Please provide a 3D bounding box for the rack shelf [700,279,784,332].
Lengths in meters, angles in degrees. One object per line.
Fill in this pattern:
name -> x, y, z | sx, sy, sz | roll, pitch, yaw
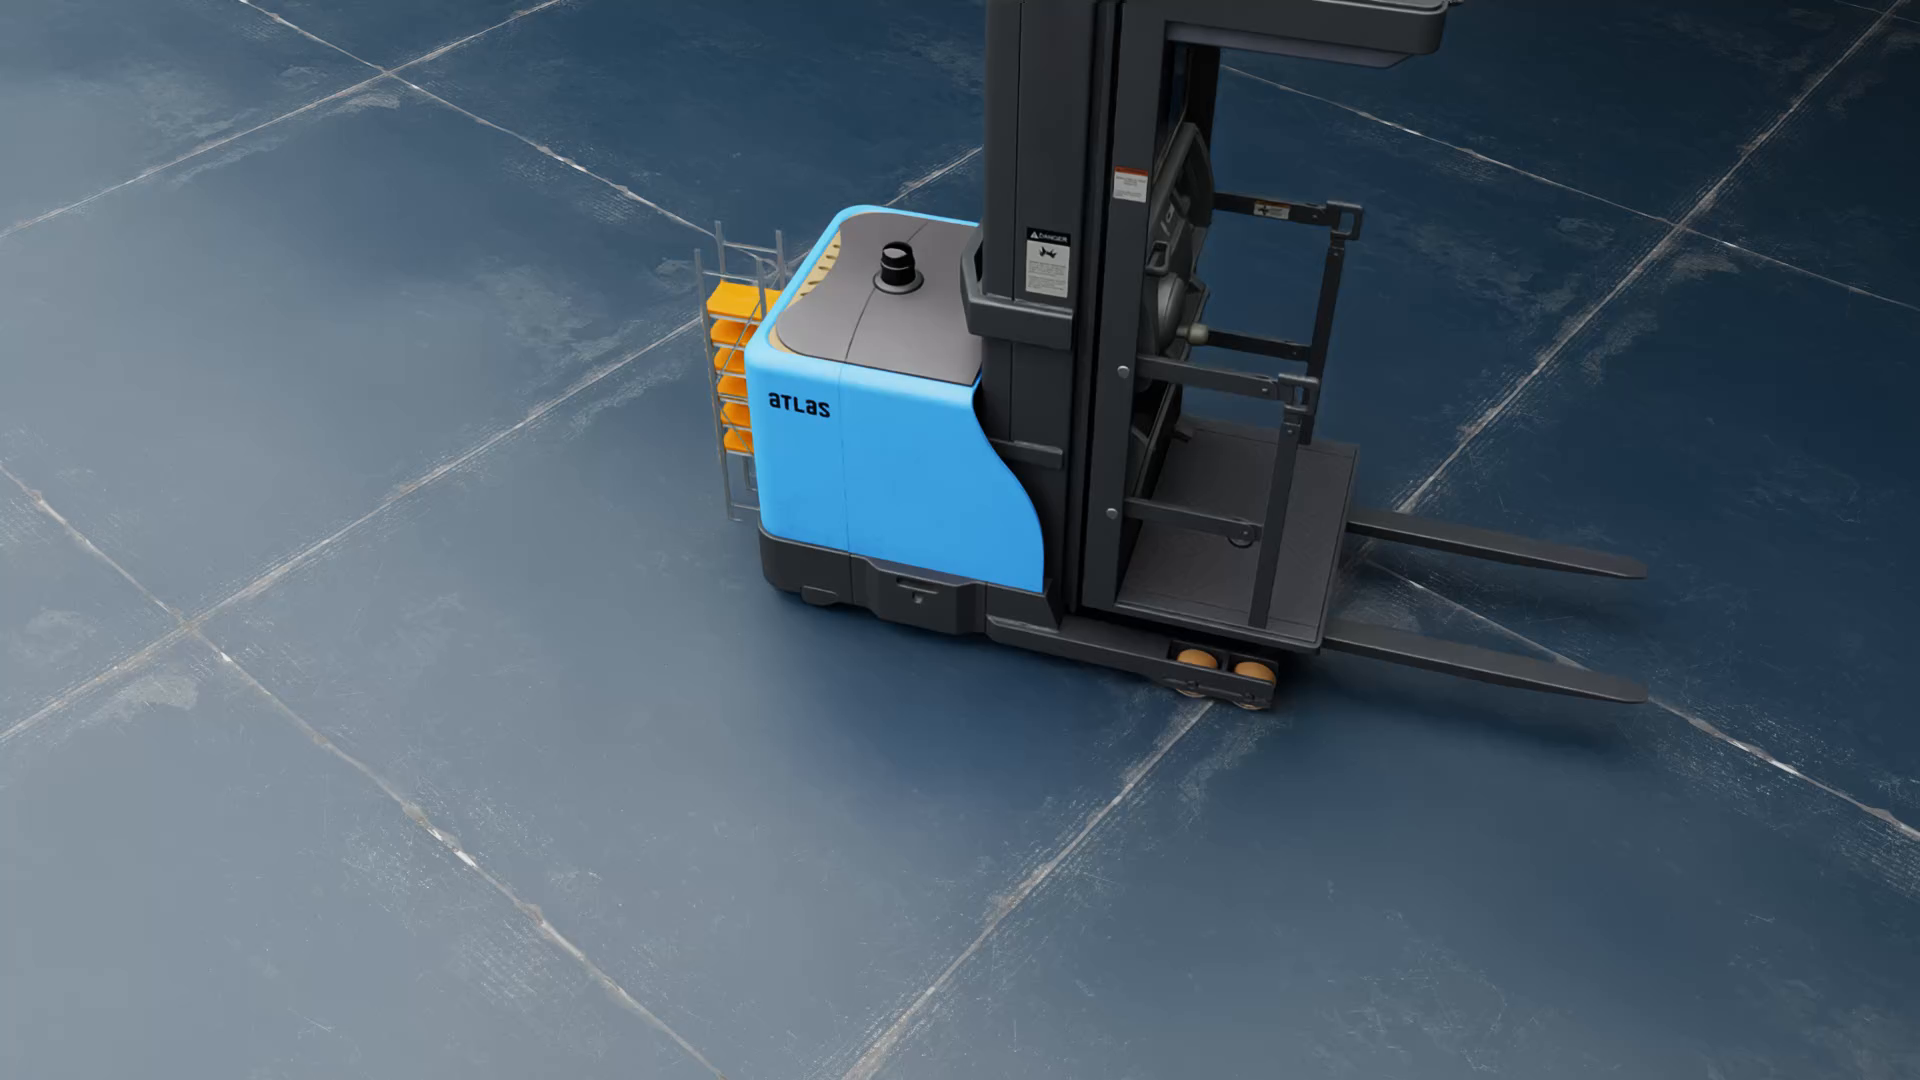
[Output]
rack shelf -> -0.744, -0.794, 5.763 | 0.258, 0.103, 0.180 | 11, 43, 12

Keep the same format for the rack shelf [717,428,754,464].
rack shelf -> -0.744, -0.350, 6.166 | 0.258, 0.103, 0.180 | 11, 43, 12

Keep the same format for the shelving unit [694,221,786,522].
shelving unit -> -0.744, -0.561, 5.975 | 0.258, 1.200, 0.189 | 11, 43, 12

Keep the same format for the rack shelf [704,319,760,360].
rack shelf -> -0.744, -0.706, 5.843 | 0.258, 0.103, 0.180 | 11, 43, 12

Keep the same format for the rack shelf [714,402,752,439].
rack shelf -> -0.744, -0.439, 6.086 | 0.258, 0.103, 0.180 | 11, 43, 12

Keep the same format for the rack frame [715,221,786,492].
rack frame -> -0.719, -0.620, 6.040 | 0.240, 1.200, 0.006 | 11, 43, 12

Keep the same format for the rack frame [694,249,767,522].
rack frame -> -0.768, -0.502, 5.910 | 0.240, 1.200, 0.006 | 11, 43, 12

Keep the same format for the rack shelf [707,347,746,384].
rack shelf -> -0.744, -0.617, 5.924 | 0.258, 0.103, 0.180 | 11, 43, 12

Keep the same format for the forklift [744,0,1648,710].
forklift -> 0.860, -0.913, 5.076 | 3.031, 2.935, 1.130 | 12, 44, 13

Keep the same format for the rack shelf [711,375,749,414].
rack shelf -> -0.744, -0.528, 6.005 | 0.258, 0.103, 0.180 | 11, 43, 12
